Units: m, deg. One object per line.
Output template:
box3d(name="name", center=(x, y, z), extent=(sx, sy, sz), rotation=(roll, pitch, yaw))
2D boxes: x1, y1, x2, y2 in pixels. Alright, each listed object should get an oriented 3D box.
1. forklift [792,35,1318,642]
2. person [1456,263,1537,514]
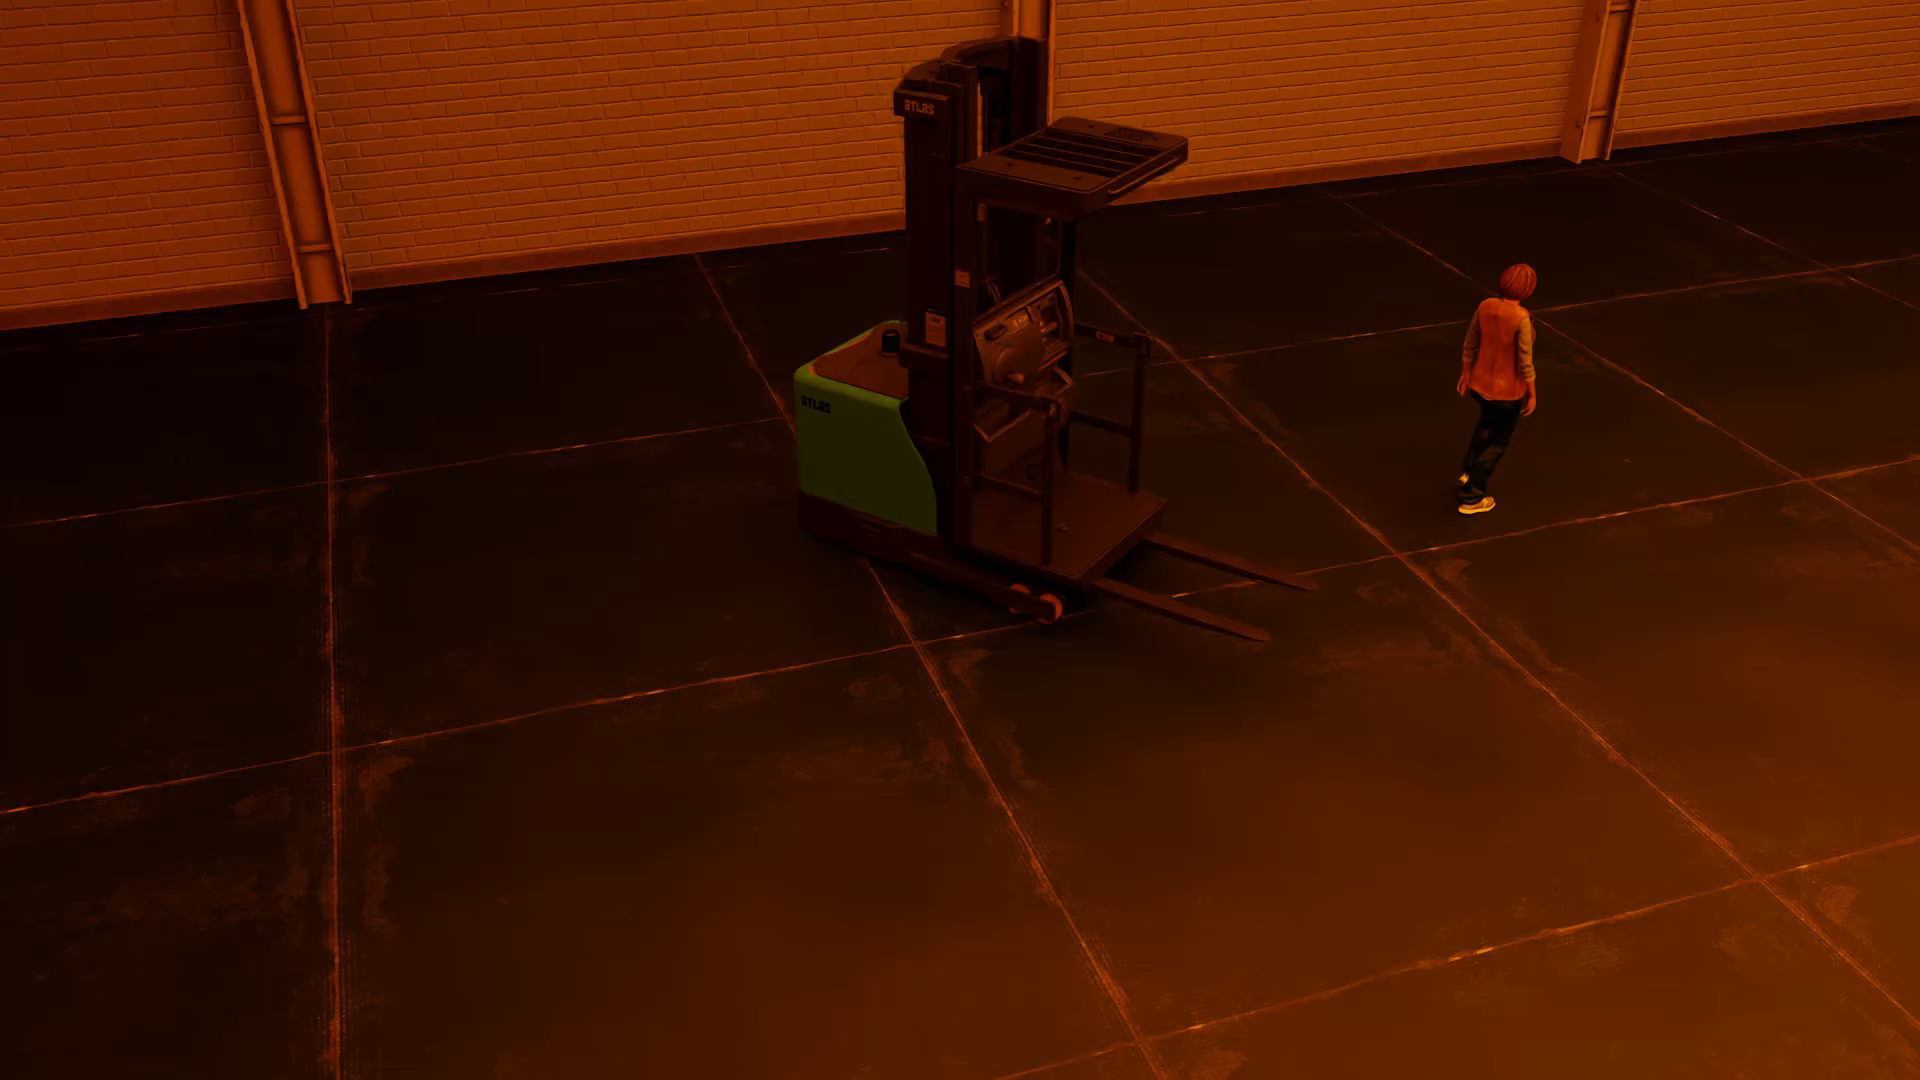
box3d(name="forklift", center=(0.526, -1.106, 9.009), extent=(3.031, 2.935, 1.130), rotation=(18, 35, 29))
box3d(name="person", center=(3.251, -0.893, 10.050), extent=(0.459, 1.627, 0.510), rotation=(-16, 34, -26))
